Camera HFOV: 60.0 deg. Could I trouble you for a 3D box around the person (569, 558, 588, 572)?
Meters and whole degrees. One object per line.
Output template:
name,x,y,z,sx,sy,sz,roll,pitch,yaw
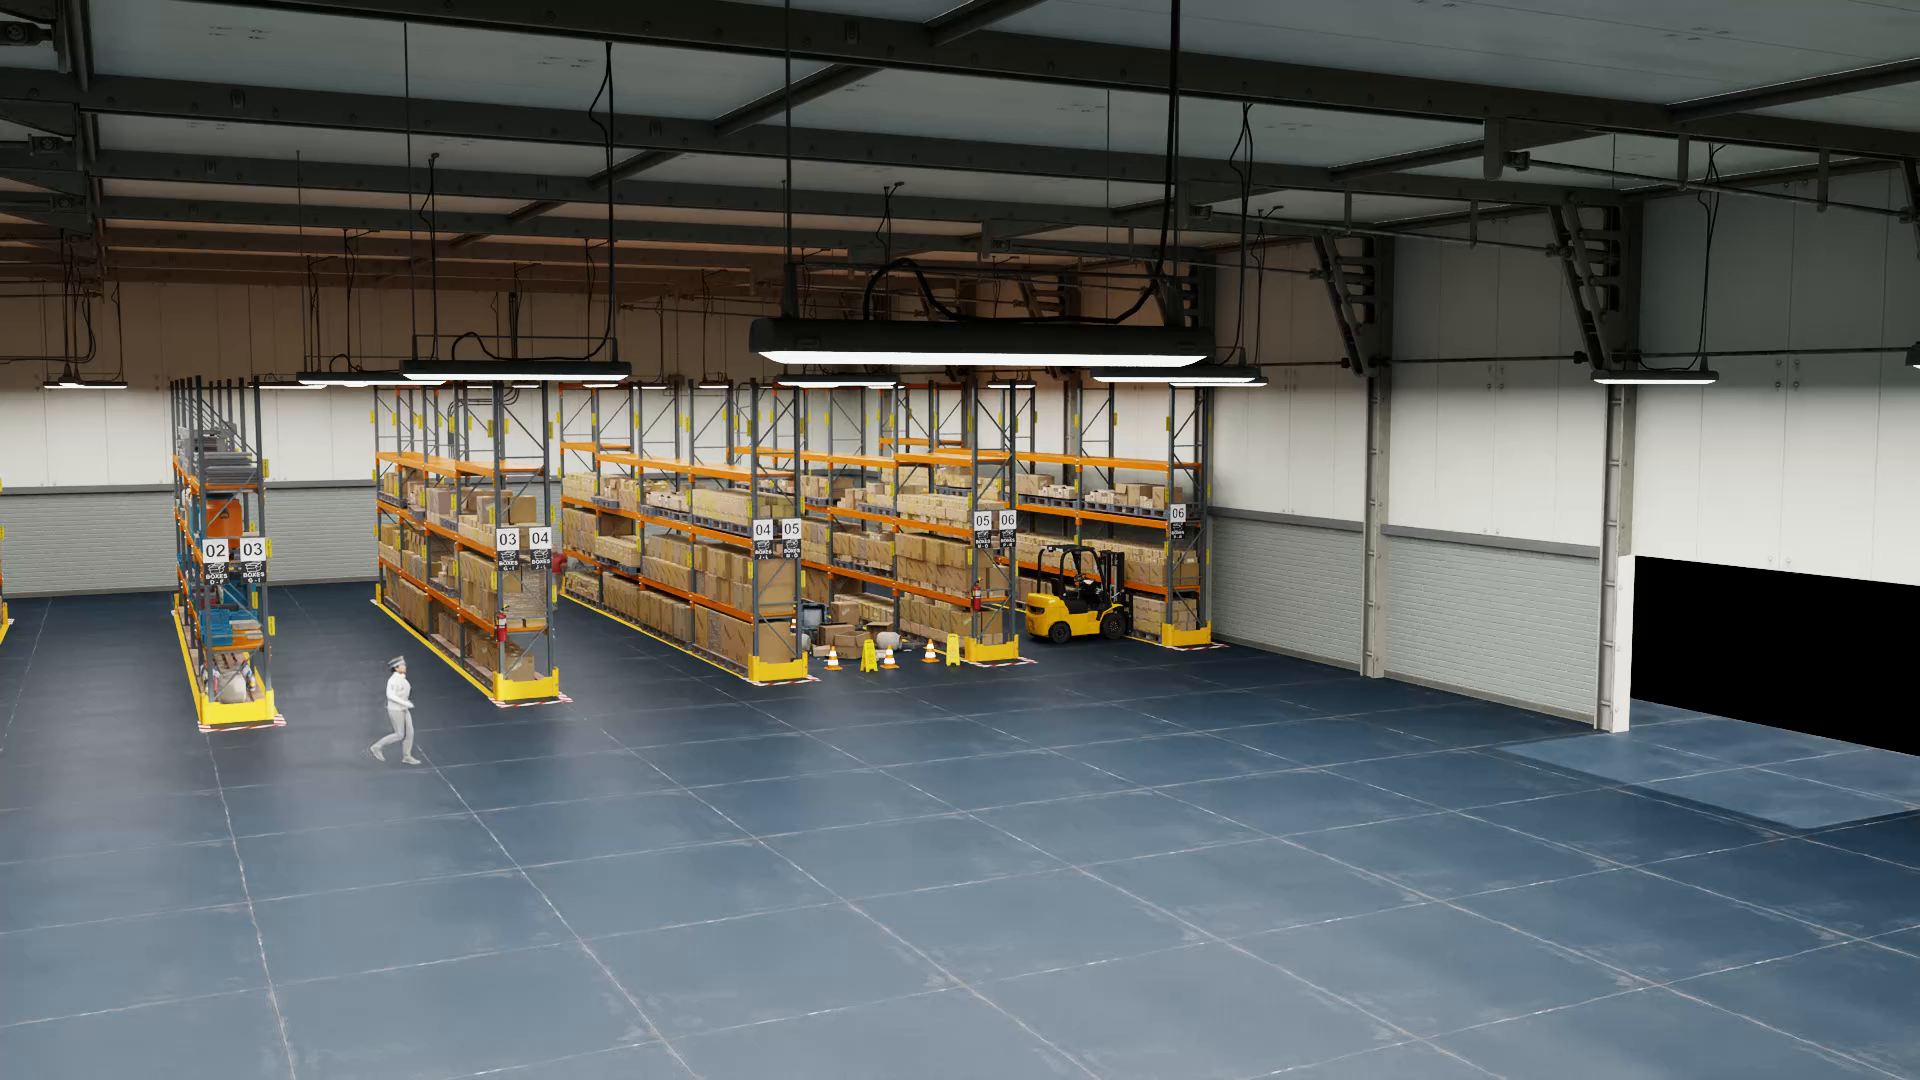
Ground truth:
person,-11.276,0.485,48.837,0.963,1.726,0.739,1,5,15

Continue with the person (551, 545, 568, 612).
person,-10.598,1.015,43.568,0.625,1.810,0.794,-3,6,-27

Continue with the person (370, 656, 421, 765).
person,-8.682,2.623,25.577,0.737,1.691,0.644,0,5,-3
